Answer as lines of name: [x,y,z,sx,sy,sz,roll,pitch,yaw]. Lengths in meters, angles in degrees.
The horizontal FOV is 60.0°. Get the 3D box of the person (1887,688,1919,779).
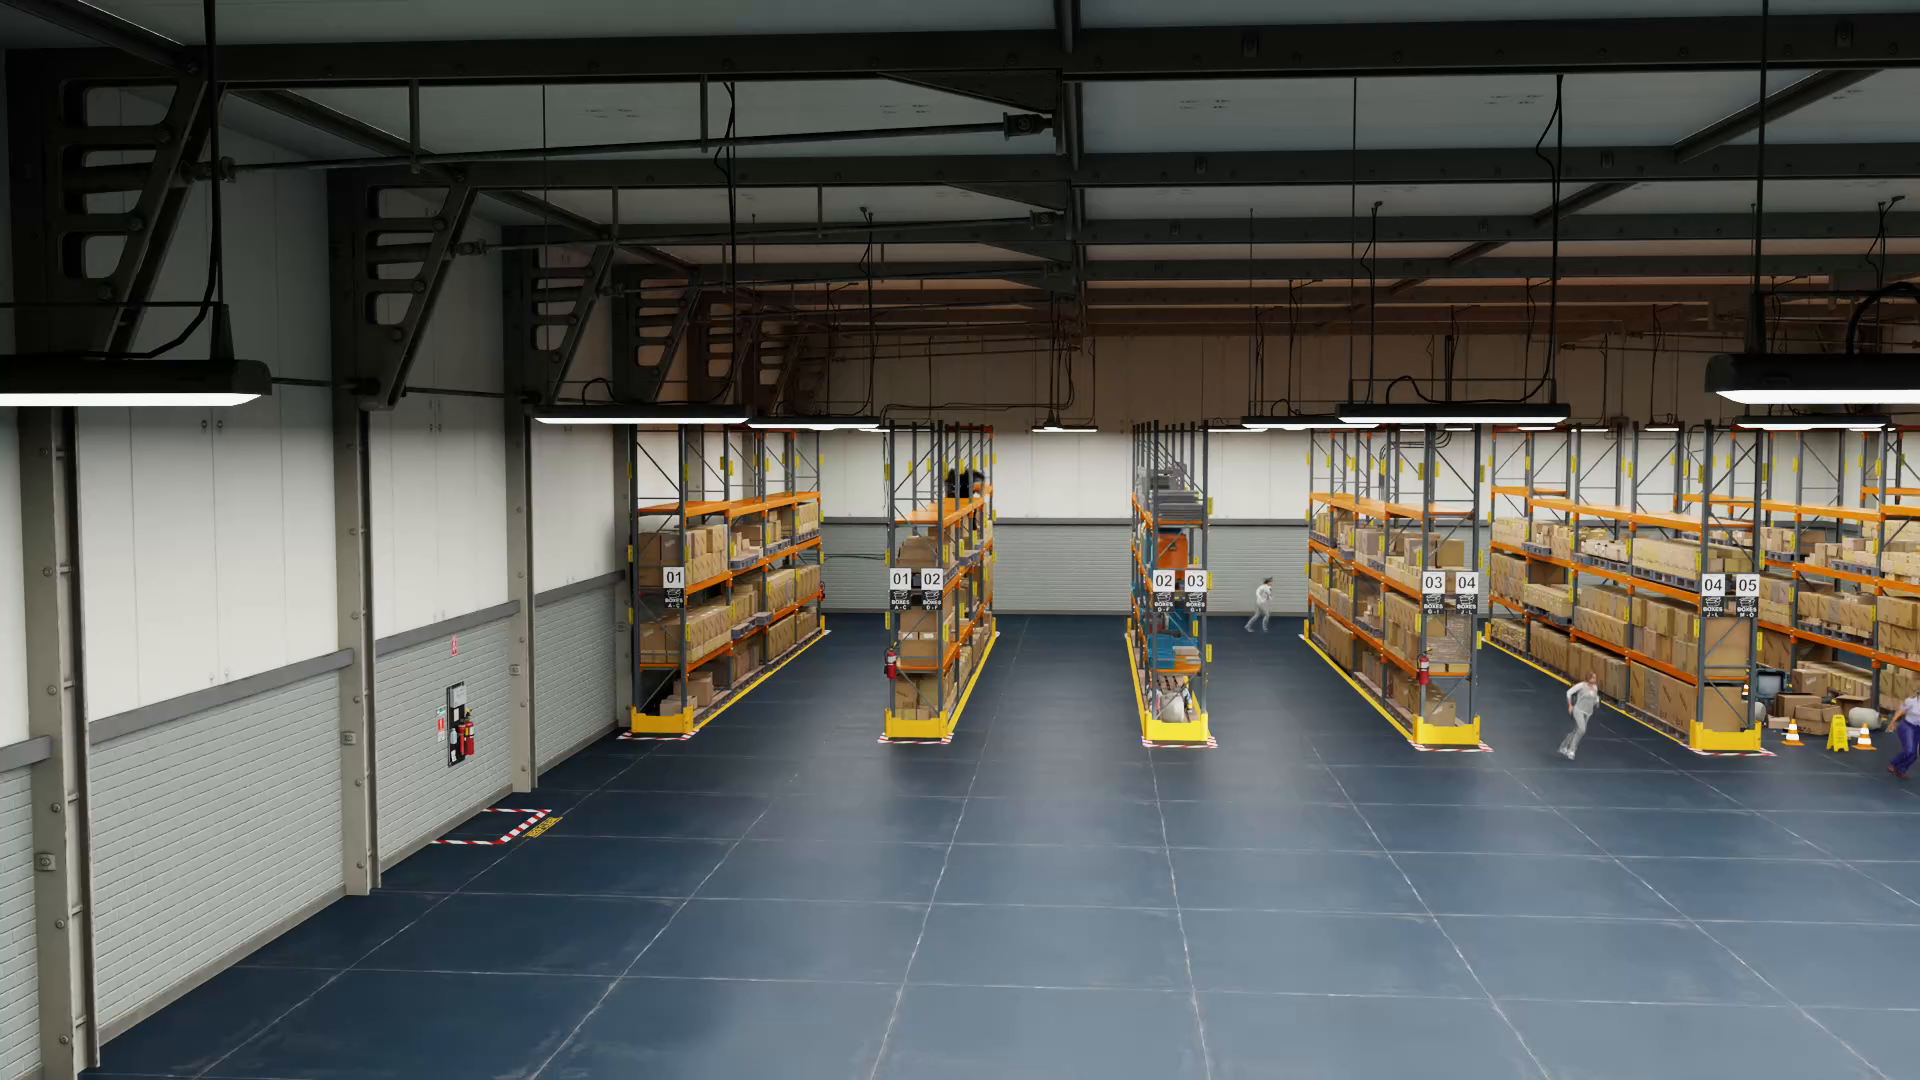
person: [15.823,3.184,27.653,0.639,1.605,0.553,-1,4,-15]

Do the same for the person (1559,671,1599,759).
person: [10.953,3.070,29.365,0.678,1.527,0.708,-1,4,-22]

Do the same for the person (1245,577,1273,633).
person: [8.689,1.884,48.251,0.780,1.644,0.589,1,4,20]
